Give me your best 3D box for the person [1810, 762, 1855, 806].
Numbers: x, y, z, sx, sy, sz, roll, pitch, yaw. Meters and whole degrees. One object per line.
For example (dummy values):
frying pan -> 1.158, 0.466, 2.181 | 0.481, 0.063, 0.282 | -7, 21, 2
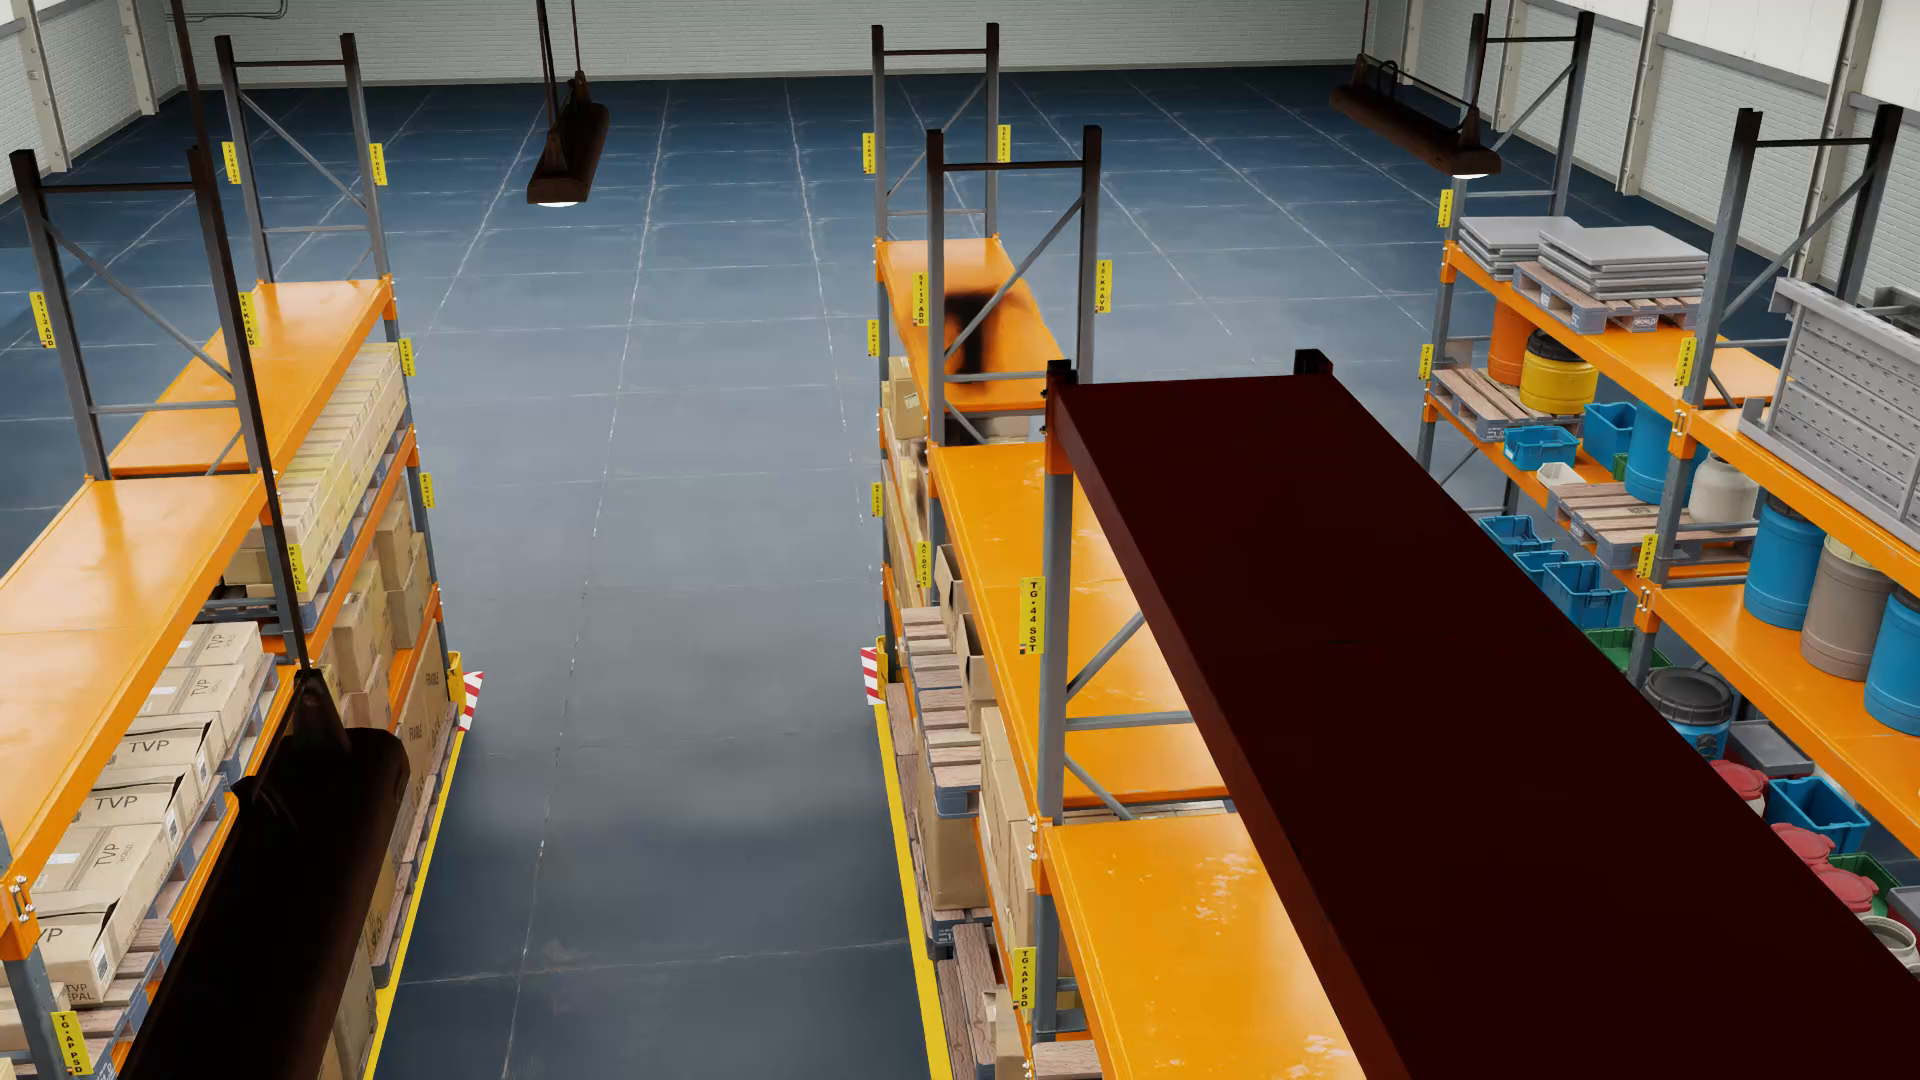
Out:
person -> 6.680, 1.905, 12.784 | 0.651, 1.546, 1.147 | -5, 26, -10
